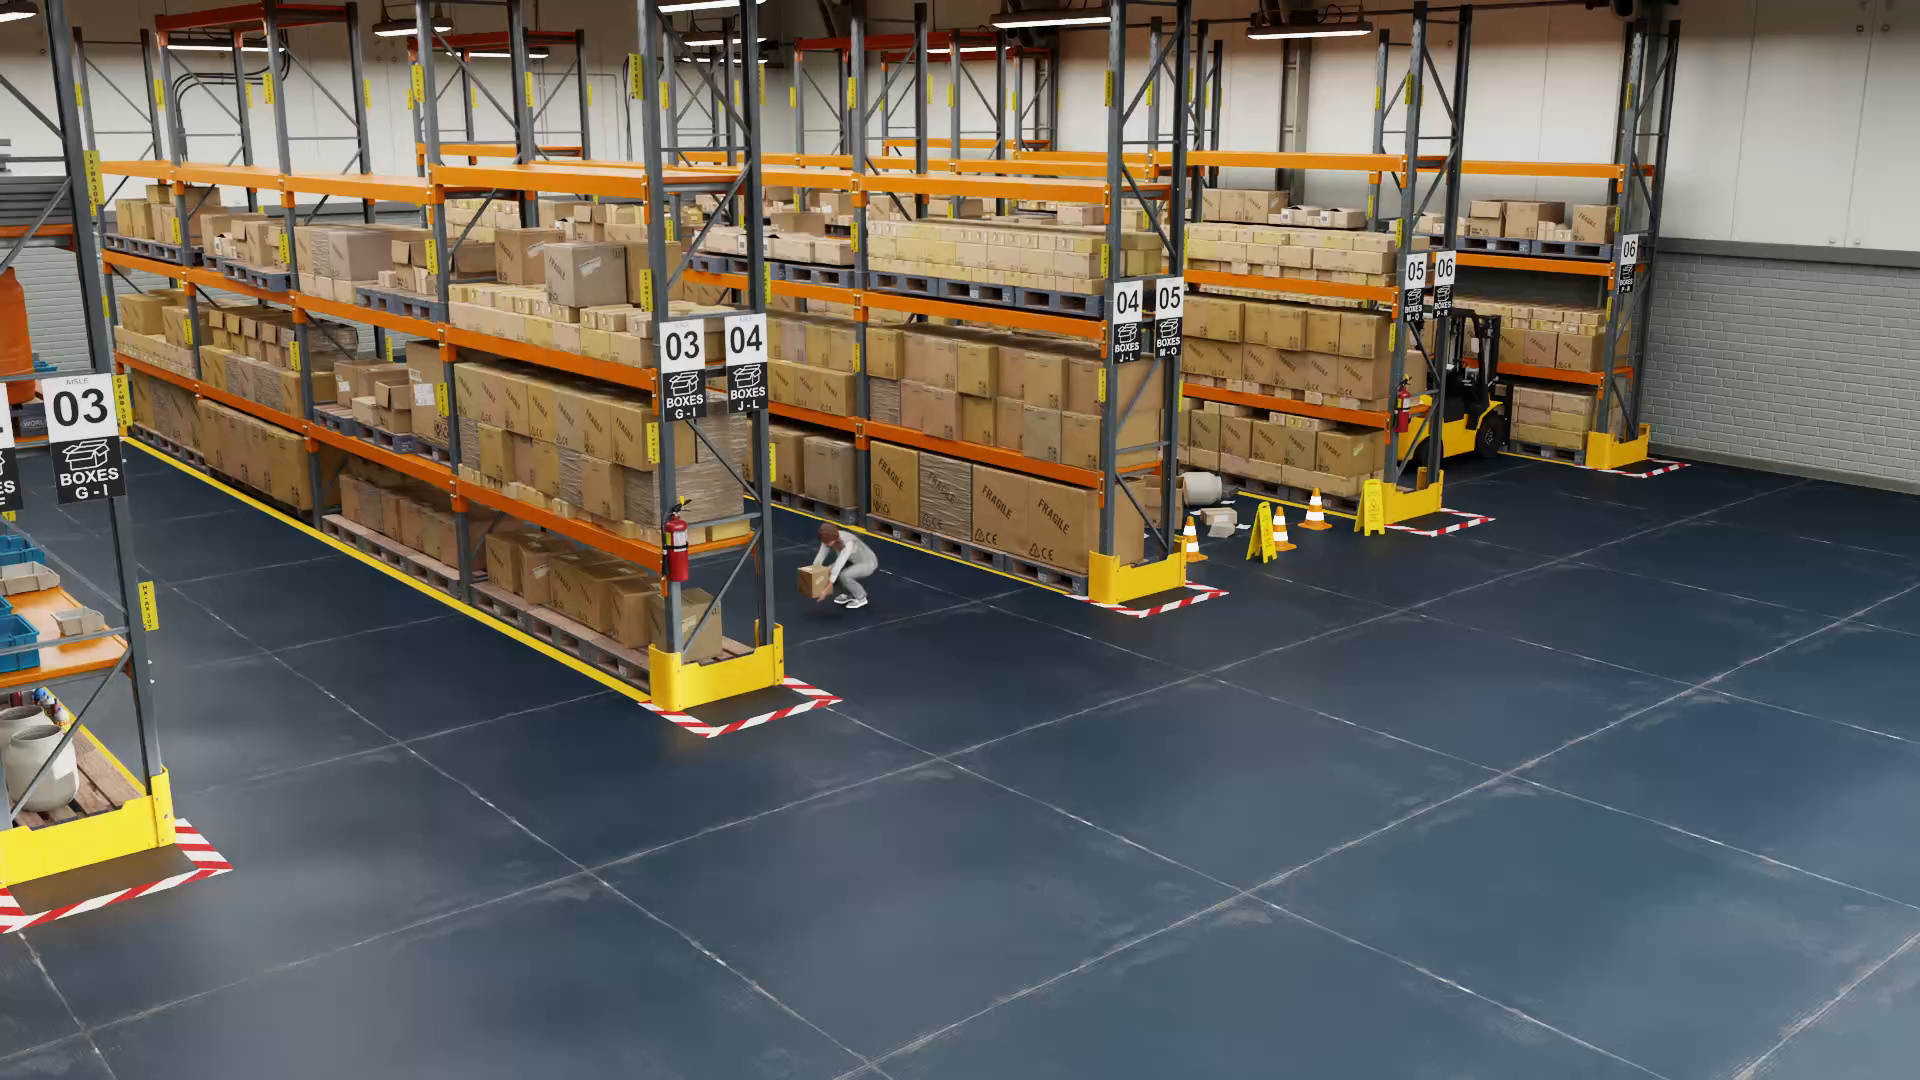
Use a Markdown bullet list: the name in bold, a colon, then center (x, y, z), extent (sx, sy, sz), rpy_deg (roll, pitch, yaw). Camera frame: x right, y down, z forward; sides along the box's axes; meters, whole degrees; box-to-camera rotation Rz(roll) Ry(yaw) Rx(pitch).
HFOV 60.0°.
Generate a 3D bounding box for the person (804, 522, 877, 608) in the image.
- **person**: center (-1.177, 0.229, 16.535), extent (0.820, 0.911, 0.426), rpy_deg (-13, 19, -40)
